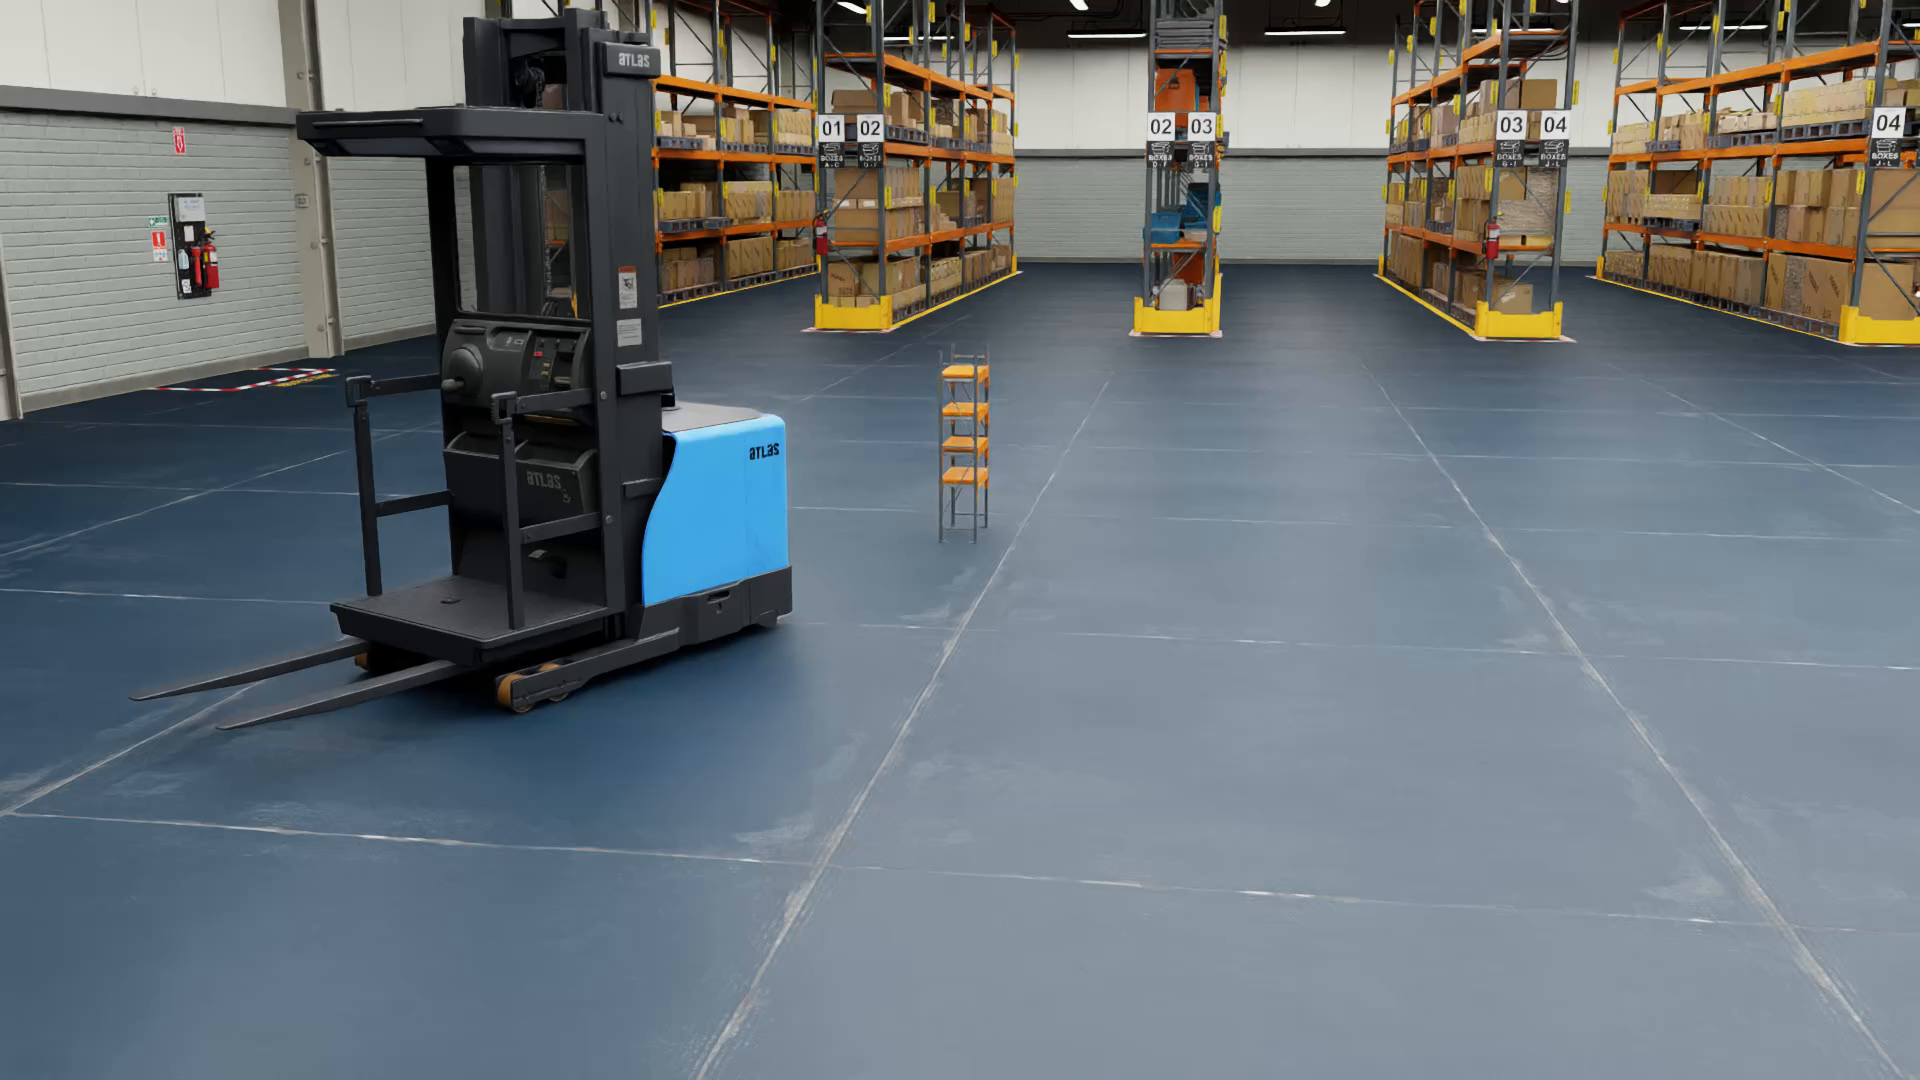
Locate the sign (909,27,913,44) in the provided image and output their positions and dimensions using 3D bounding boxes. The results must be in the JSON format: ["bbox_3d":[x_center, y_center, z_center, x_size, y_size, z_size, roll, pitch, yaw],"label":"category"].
[{"bbox_3d":[-0.950,-9.868,32.515,0.100,0.325,0.005,2,12,9],"label":"sign"}]

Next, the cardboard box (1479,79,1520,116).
[{"bbox_3d":[8.134,-6.673,25.086,0.500,0.500,0.500,2,12,9],"label":"cardboard box"}]

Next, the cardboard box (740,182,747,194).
[{"bbox_3d":[-4.828,-7.457,35.203,0.500,0.250,0.500,2,12,9],"label":"cardboard box"}]

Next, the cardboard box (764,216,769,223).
[{"bbox_3d":[-4.480,-7.171,37.195,0.380,0.149,0.250,2,12,10],"label":"cardboard box"}]

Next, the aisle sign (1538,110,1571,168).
[{"bbox_3d":[8.432,-5.685,23.583,0.394,0.787,0.004,2,12,9],"label":"aisle sign"}]

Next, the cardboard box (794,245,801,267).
[{"bbox_3d":[-4.239,-6.875,40.209,0.700,0.500,0.500,1,12,7],"label":"cardboard box"}]

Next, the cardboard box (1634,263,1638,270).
[{"bbox_3d":[14.640,-5.843,35.549,0.380,0.149,0.250,1,12,6],"label":"cardboard box"}]

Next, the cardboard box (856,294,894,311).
[{"bbox_3d":[-1.340,-3.724,26.185,0.500,0.250,0.500,2,12,9],"label":"cardboard box"}]

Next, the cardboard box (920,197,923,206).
[{"bbox_3d":[-0.857,-5.894,28.945,0.380,0.149,0.250,2,12,9],"label":"cardboard box"}]

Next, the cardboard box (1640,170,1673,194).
[{"bbox_3d":[14.682,-7.543,35.057,0.500,0.500,0.500,1,12,7],"label":"cardboard box"}]

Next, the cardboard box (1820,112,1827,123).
[{"bbox_3d":[12.982,-6.251,24.619,0.380,0.149,0.250,2,12,9],"label":"cardboard box"}]

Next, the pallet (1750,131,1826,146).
[{"bbox_3d":[13.738,-6.653,27.579,0.805,0.209,1.217,1,12,6],"label":"pallet"}]

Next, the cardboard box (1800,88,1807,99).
[{"bbox_3d":[13.138,-6.852,25.517,0.380,0.149,0.250,2,12,8],"label":"cardboard box"}]

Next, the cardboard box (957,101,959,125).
[{"bbox_3d":[-0.260,-8.625,33.663,0.500,0.500,0.500,2,12,9],"label":"cardboard box"}]

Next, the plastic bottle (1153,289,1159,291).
[{"bbox_3d":[3.188,-3.958,27.160,0.152,0.276,0.135,2,12,7],"label":"plastic bottle"}]

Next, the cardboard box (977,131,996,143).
[{"bbox_3d":[0.524,-8.987,37.125,0.500,0.250,0.500,2,12,9],"label":"cardboard box"}]

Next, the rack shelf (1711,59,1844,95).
[{"bbox_3d":[13.954,-7.890,28.400,1.077,0.370,4.000,2,12,9],"label":"rack shelf"}]

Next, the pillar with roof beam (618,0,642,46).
[{"bbox_3d":[-2.108,-9.134,31.518,9.100,9.000,0.400,2,12,9],"label":"pillar with roof beam"}]

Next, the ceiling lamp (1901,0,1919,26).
[{"bbox_3d":[23.415,-13.706,38.876,2.000,3.185,0.800,2,12,9],"label":"ceiling lamp"}]

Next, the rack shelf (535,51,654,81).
[{"bbox_3d":[-6.230,-7.914,27.572,1.077,0.370,4.000,2,12,9],"label":"rack shelf"}]

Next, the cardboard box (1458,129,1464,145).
[{"bbox_3d":[8.439,-6.577,27.129,0.500,0.250,0.500,1,12,6],"label":"cardboard box"}]

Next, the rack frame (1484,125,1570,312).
[{"bbox_3d":[8.146,-4.437,23.962,1.000,3.000,0.127,2,12,9],"label":"rack frame"}]

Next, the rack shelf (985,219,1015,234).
[{"bbox_3d":[0.511,-7.321,39.053,1.077,0.370,4.000,2,12,9],"label":"rack shelf"}]

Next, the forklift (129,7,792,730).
[{"bbox_3d":[-2.124,-0.812,7.306,1.130,2.935,3.031,9,15,35],"label":"forklift"}]

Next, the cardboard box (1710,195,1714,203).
[{"bbox_3d":[14.646,-6.546,31.934,0.380,0.149,0.250,1,12,6],"label":"cardboard box"}]

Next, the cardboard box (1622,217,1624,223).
[{"bbox_3d":[14.989,-7.133,37.069,0.380,0.149,0.250,2,12,8],"label":"cardboard box"}]

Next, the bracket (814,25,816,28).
[{"bbox_3d":[-3.828,-13.977,45.444,0.076,0.066,3.189,2,12,9],"label":"bracket"}]

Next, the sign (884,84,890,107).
[{"bbox_3d":[-1.095,-6.672,24.949,0.100,0.325,0.005,2,12,9],"label":"sign"}]

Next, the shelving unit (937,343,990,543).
[{"bbox_3d":[0.025,-0.621,10.527,0.258,1.200,0.503,2,12,9],"label":"shelving unit"}]

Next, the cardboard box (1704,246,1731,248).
[{"bbox_3d":[14.773,-5.614,32.581,0.500,0.250,0.500,2,12,9],"label":"cardboard box"}]

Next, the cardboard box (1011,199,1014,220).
[{"bbox_3d":[1.019,-8.036,40.425,0.500,0.500,0.500,2,12,10],"label":"cardboard box"}]

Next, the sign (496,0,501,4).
[{"bbox_3d":[-7.083,-8.407,25.552,0.100,0.325,0.005,2,12,9],"label":"sign"}]

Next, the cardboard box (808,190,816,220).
[{"bbox_3d":[-4.145,-8.289,41.125,0.980,0.700,0.700,2,12,11],"label":"cardboard box"}]

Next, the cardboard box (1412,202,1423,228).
[{"bbox_3d":[9.445,-6.580,33.666,0.500,0.500,0.500,2,12,10],"label":"cardboard box"}]

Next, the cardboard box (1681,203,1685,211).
[{"bbox_3d":[13.927,-6.322,31.600,0.380,0.149,0.250,2,12,11],"label":"cardboard box"}]

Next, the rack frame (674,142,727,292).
[{"bbox_3d":[-5.307,-6.584,33.923,1.000,3.000,0.127,2,12,9],"label":"rack frame"}]

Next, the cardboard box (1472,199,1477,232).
[{"bbox_3d":[8.335,-4.956,25.424,0.875,0.500,0.500,2,12,9],"label":"cardboard box"}]

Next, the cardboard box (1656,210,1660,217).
[{"bbox_3d":[14.204,-6.554,33.382,0.380,0.149,0.250,1,12,6],"label":"cardboard box"}]

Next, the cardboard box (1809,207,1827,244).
[{"bbox_3d":[13.357,-4.747,25.042,0.875,0.550,0.500,2,12,9],"label":"cardboard box"}]

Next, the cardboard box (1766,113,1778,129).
[{"bbox_3d":[13.597,-6.887,27.333,0.500,0.250,0.500,2,12,9],"label":"cardboard box"}]

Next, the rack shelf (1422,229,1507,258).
[{"bbox_3d":[9.068,-5.334,29.833,1.077,0.370,4.000,2,12,9],"label":"rack shelf"}]

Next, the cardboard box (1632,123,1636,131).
[{"bbox_3d":[14.847,-8.983,36.159,0.380,0.149,0.250,2,12,8],"label":"cardboard box"}]

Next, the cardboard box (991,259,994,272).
[{"bbox_3d":[0.482,-6.238,37.656,0.500,0.311,0.500,2,12,9],"label":"cardboard box"}]

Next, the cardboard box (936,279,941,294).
[{"bbox_3d":[-0.640,-4.635,30.410,0.500,0.250,0.500,2,12,10],"label":"cardboard box"}]

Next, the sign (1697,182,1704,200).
[{"bbox_3d":[13.724,-6.463,30.805,0.100,0.325,0.005,2,12,9],"label":"sign"}]

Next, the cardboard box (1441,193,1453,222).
[{"bbox_3d":[8.936,-5.889,29.459,0.797,0.503,0.637,3,13,14],"label":"cardboard box"}]

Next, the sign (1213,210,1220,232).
[{"bbox_3d":[3.794,-4.714,24.590,0.100,0.325,0.005,2,12,9],"label":"sign"}]

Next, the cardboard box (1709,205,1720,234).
[{"bbox_3d":[13.850,-5.779,29.951,0.500,0.500,0.500,2,12,8],"label":"cardboard box"}]

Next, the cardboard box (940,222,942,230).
[{"bbox_3d":[-0.552,-6.034,31.968,0.380,0.149,0.250,3,12,13],"label":"cardboard box"}]

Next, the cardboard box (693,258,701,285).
[{"bbox_3d":[-5.561,-5.322,32.957,0.700,0.500,0.500,2,12,9],"label":"cardboard box"}]

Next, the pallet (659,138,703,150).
[{"bbox_3d":[-5.566,-7.467,31.346,1.213,0.211,1.003,2,12,9],"label":"pallet"}]

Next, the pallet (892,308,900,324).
[{"bbox_3d":[-1.566,-3.556,26.493,1.003,0.211,1.213,2,12,9],"label":"pallet"}]

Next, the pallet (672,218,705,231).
[{"bbox_3d":[-5.571,-6.077,32.025,1.003,0.211,1.213,2,12,9],"label":"pallet"}]

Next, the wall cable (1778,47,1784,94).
[{"bbox_3d":[20.995,-11.572,42.831,0.463,3.000,0.029,2,12,9],"label":"wall cable"}]
